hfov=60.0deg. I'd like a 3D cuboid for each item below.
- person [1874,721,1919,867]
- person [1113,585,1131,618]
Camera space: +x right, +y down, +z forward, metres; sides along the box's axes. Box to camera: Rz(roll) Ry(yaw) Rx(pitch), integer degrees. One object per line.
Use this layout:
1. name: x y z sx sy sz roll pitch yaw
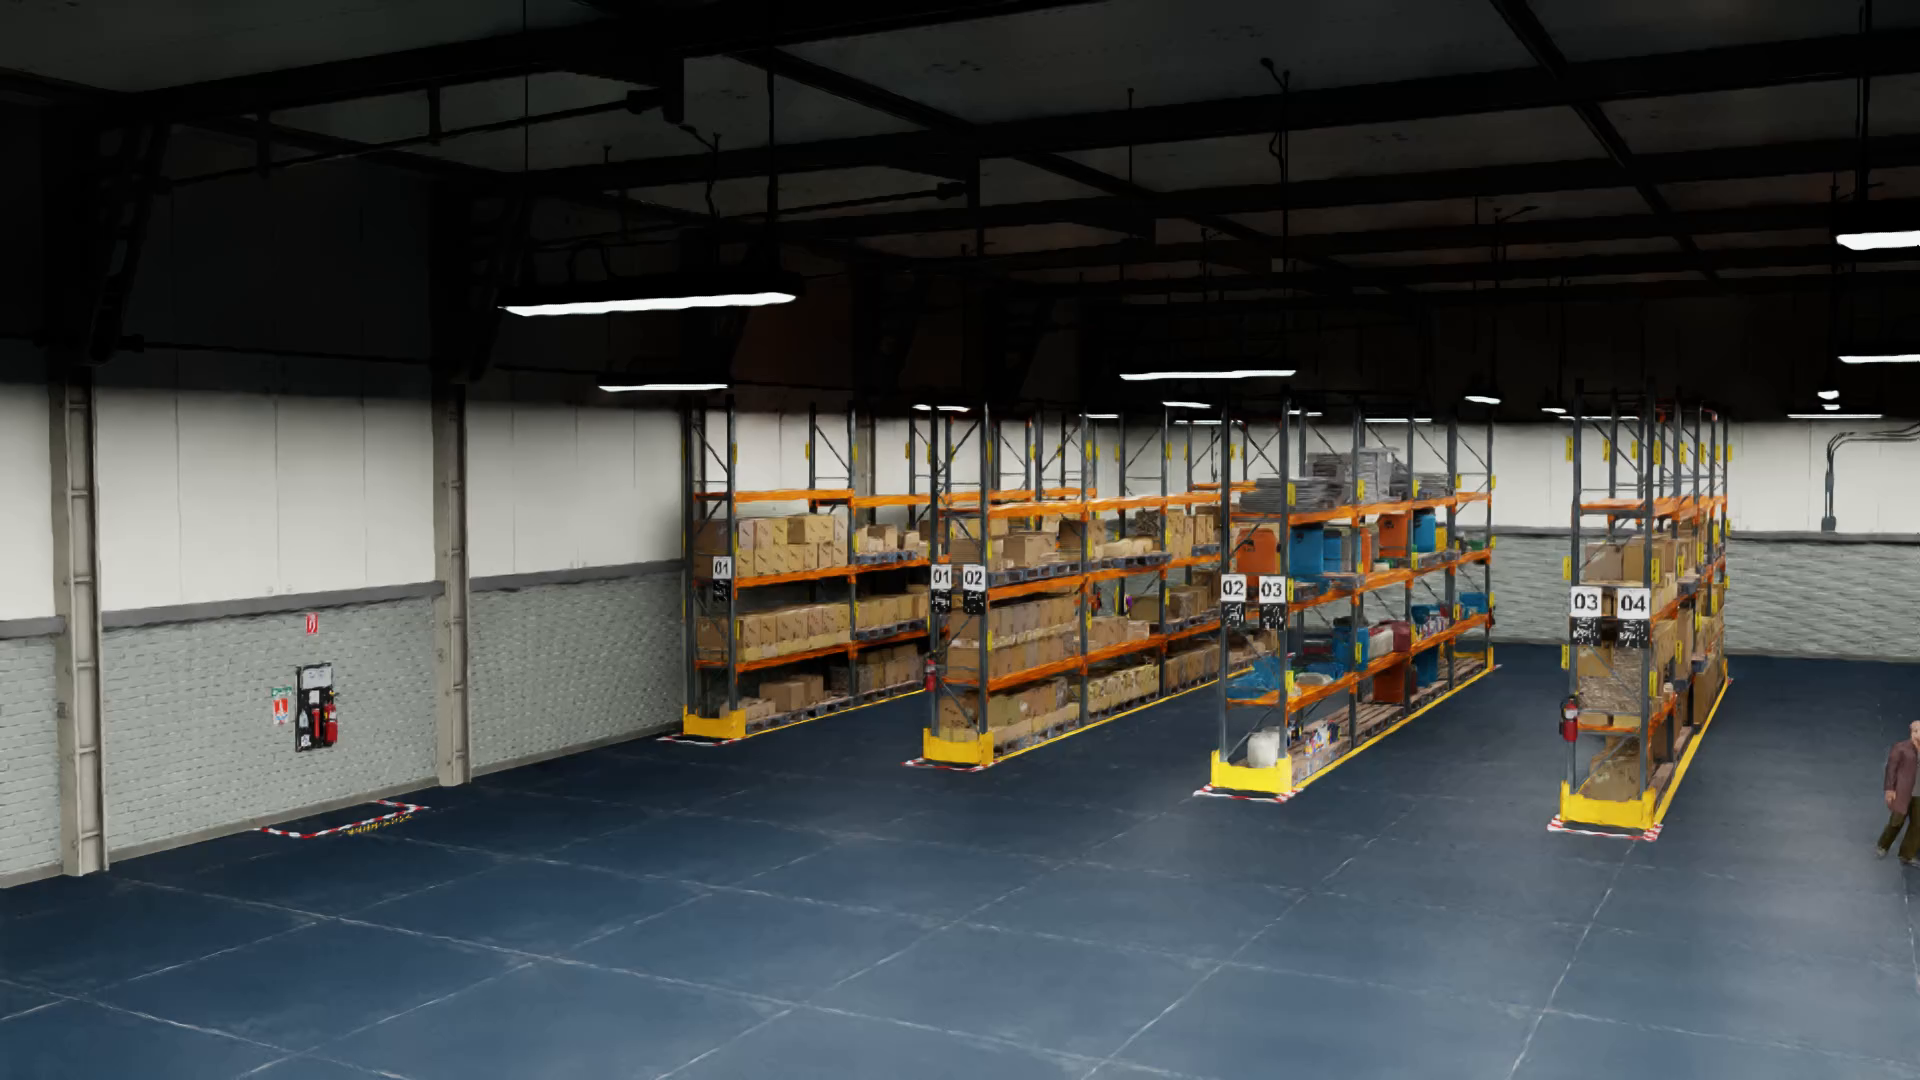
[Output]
1. person: 11.490 3.056 20.227 0.616 1.767 0.614 0 3 -7
2. person: 4.101 1.937 41.999 0.591 1.716 1.042 2 3 27
